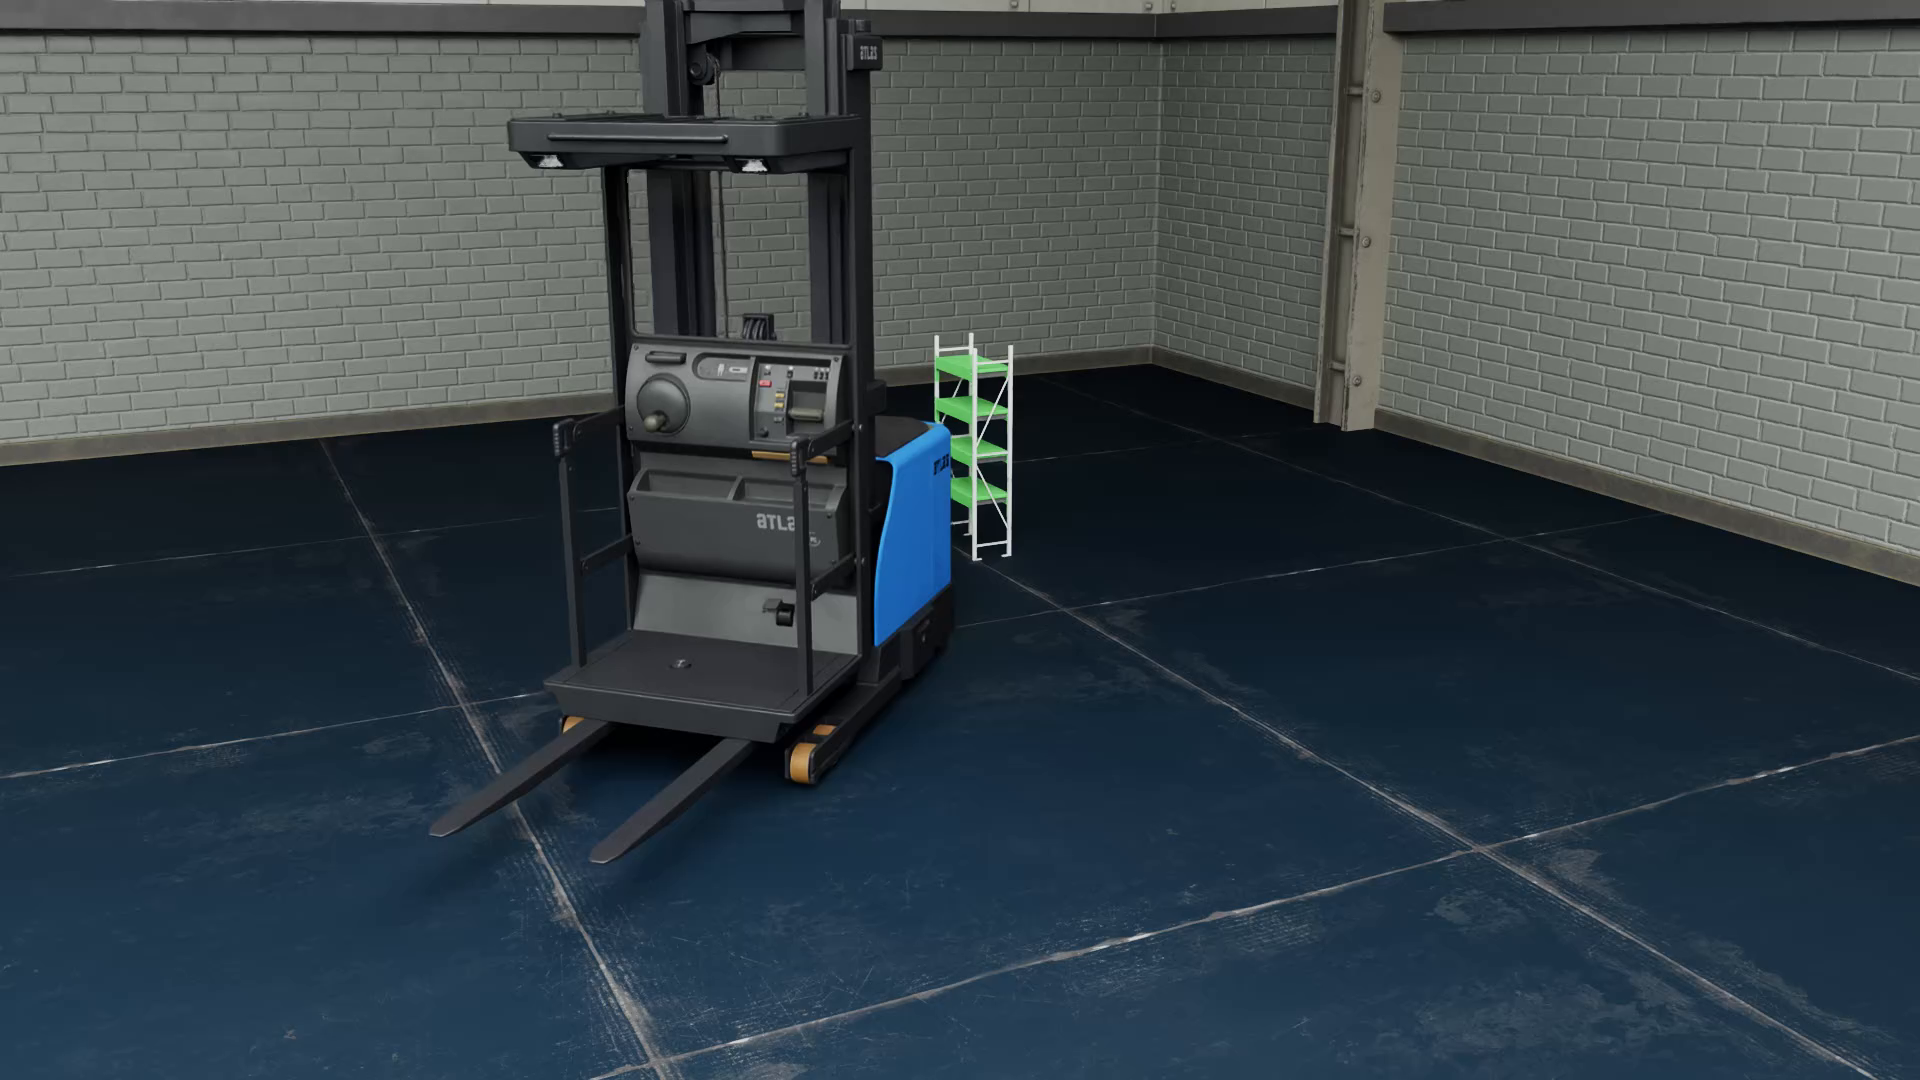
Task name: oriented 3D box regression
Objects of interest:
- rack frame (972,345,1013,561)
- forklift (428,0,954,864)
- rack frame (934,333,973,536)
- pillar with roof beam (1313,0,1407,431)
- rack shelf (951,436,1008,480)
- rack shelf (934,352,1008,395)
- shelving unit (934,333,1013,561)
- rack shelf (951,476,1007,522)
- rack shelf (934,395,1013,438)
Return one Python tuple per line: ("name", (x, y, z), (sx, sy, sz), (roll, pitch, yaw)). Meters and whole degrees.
("rack frame", (0.179, -0.475, 9.231), (0.240, 1.200, 0.015), (-8, 18, -25))
("forklift", (-0.977, -0.584, 6.471), (1.130, 2.935, 3.031), (5, 17, 18))
("rack frame", (-0.034, -0.596, 9.653), (0.240, 1.200, 0.015), (-8, 18, -25))
("pillar with roof beam", (-0.894, -4.697, 9.806), (9.100, 9.000, 0.400), (-8, 18, -25))
("rack shelf", (0.073, -0.474, 9.460), (0.258, 0.148, 0.480), (-8, 18, -25))
("rack shelf", (0.072, -0.936, 9.327), (0.258, 0.148, 0.480), (-8, 18, -25))
("shelving unit", (0.073, -0.536, 9.442), (0.258, 1.200, 0.503), (-8, 18, -25))
("rack shelf", (0.073, -0.244, 9.526), (0.258, 0.148, 0.480), (-8, 18, -25))
("rack shelf", (0.073, -0.705, 9.394), (0.258, 0.148, 0.480), (-8, 18, -25))
